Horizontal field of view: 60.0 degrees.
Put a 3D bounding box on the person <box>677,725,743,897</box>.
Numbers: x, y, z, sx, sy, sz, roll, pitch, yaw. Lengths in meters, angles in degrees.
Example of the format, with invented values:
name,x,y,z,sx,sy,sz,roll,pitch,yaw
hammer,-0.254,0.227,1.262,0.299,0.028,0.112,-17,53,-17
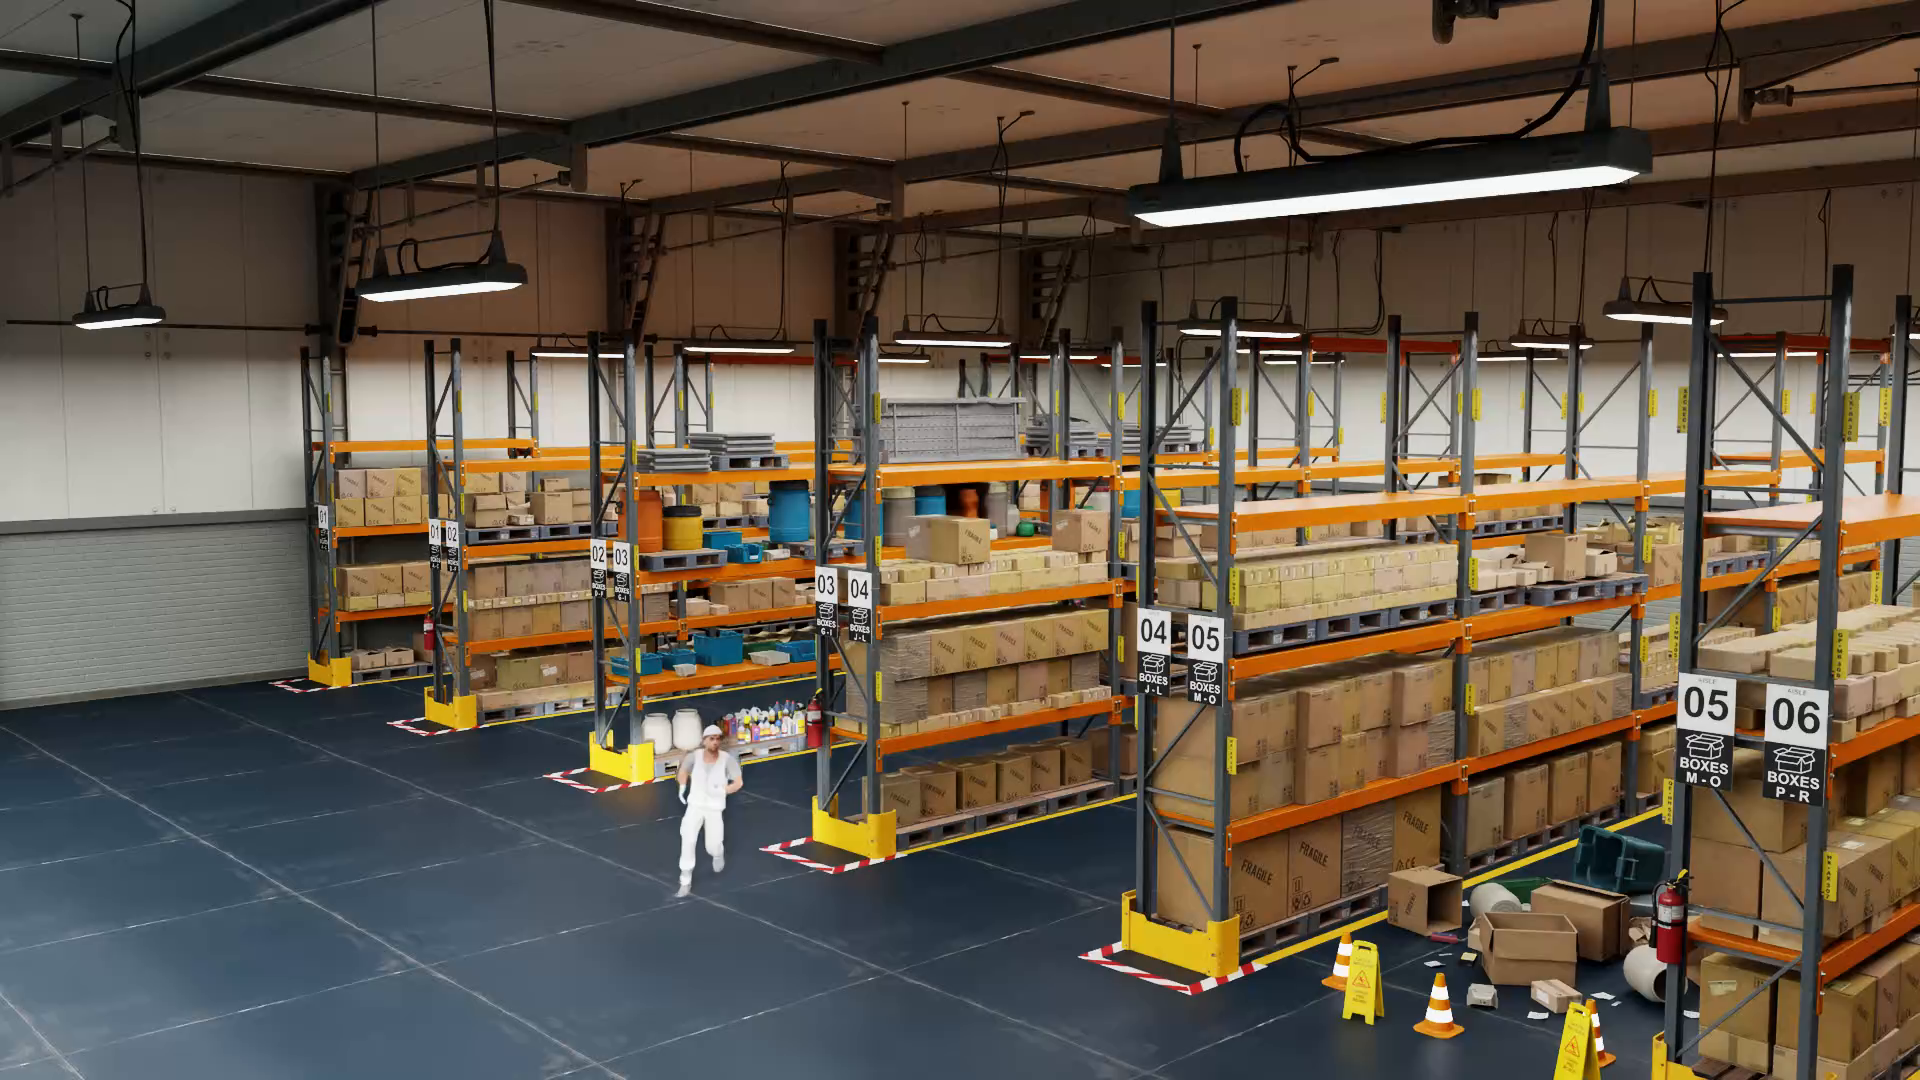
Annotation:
name,x,y,z,sx,sy,sz,roll,pitch,yaw
person,-2.623,2.793,17.423,0.692,1.733,0.785,0,5,1
